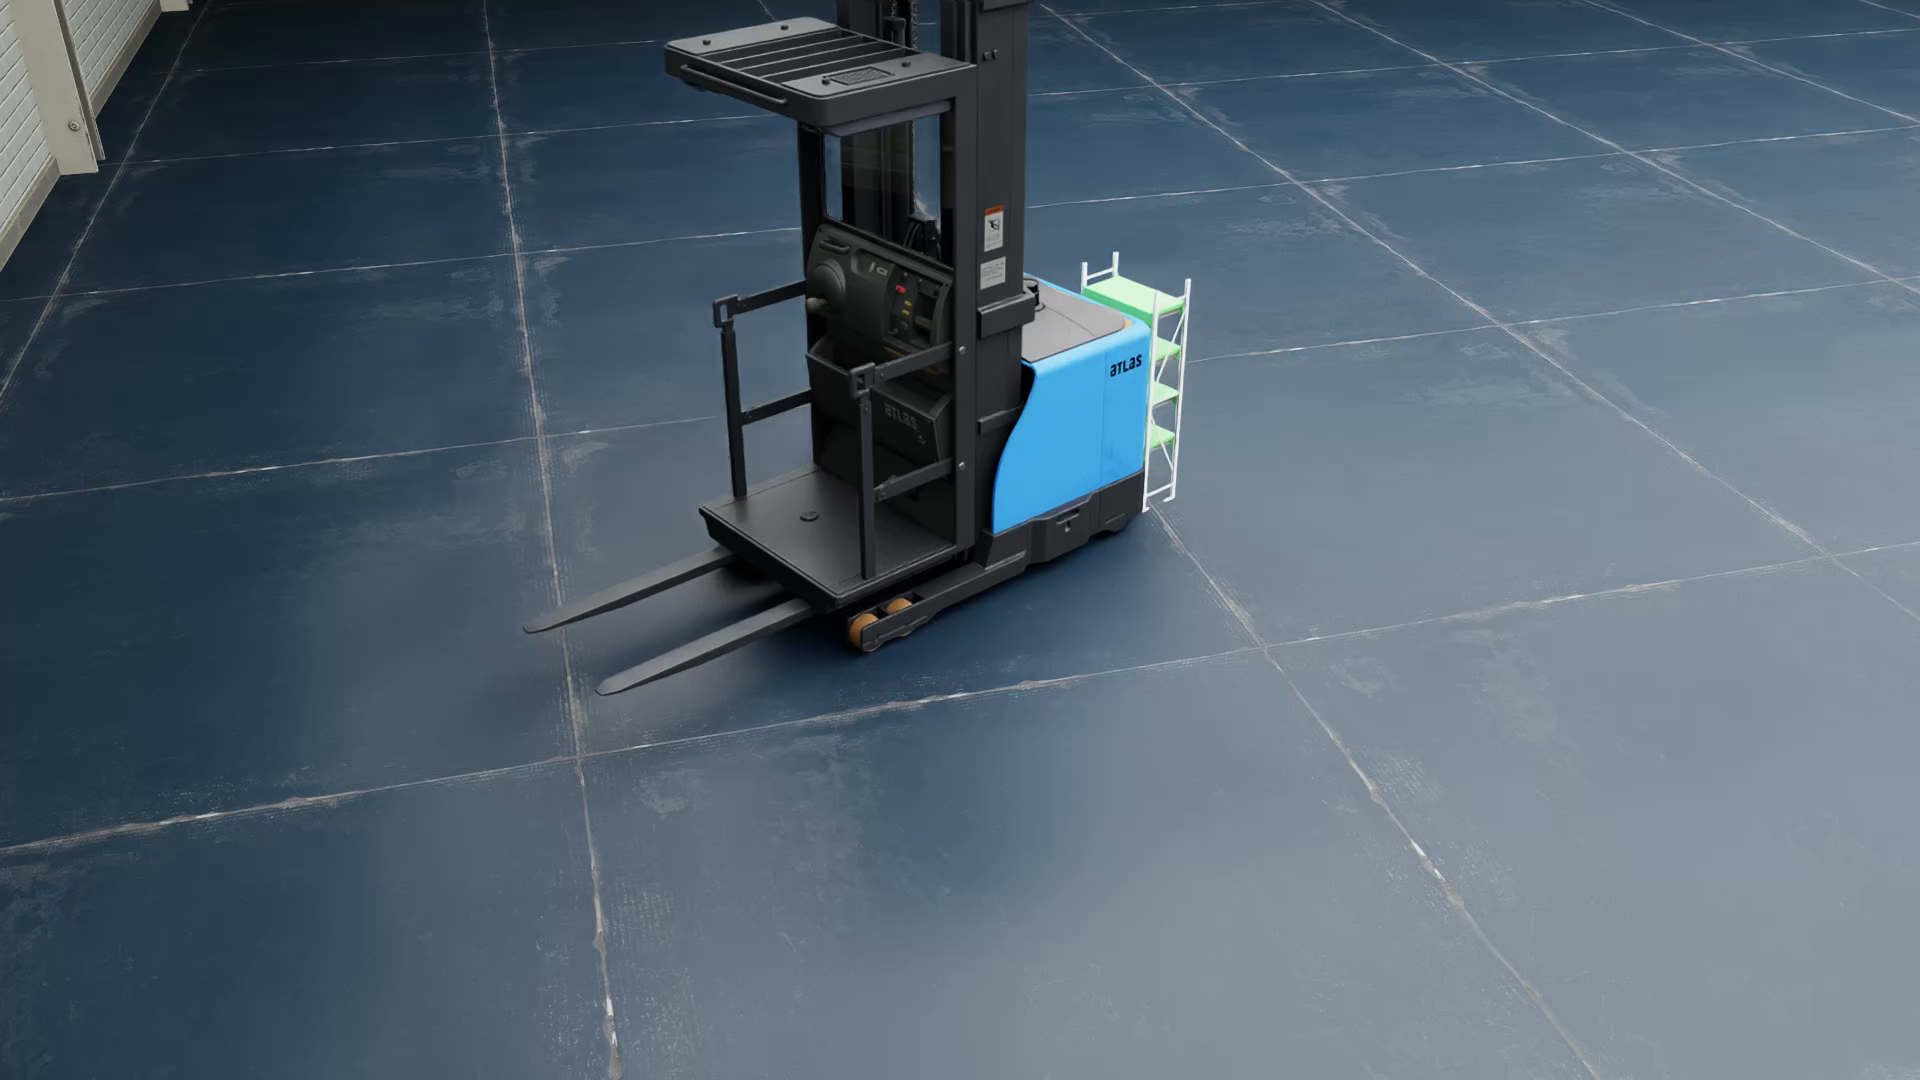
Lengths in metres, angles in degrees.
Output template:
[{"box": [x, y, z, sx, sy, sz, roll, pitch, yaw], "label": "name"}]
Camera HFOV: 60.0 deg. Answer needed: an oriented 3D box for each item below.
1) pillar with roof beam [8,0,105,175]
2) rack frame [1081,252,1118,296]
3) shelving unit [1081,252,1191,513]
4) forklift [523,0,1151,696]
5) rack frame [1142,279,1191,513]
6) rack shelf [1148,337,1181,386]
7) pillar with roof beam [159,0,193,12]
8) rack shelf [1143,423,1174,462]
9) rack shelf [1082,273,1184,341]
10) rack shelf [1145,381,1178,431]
[{"box": [-2.978, -7.495, 12.217, 9.100, 9.000, 0.400, -8, 31, -13], "label": "pillar with roof beam"}, {"box": [0.699, -0.886, 8.583, 0.240, 1.200, 0.015, -23, 37, -35], "label": "rack frame"}, {"box": [0.859, -0.794, 8.423, 0.258, 1.200, 0.503, -23, 37, -35], "label": "shelving unit"}, {"box": [-0.522, -1.069, 7.171, 3.031, 2.935, 1.130, -23, 37, -34], "label": "forklift"}, {"box": [1.018, -0.701, 8.264, 0.240, 1.200, 0.015, -23, 37, -35], "label": "rack frame"}, {"box": [0.859, -0.946, 8.335, 0.258, 0.148, 0.480, -23, 37, -35], "label": "rack shelf"}, {"box": [-4.570, -10.393, 17.223, 9.100, 9.000, 0.400, -8, 31, -13], "label": "pillar with roof beam"}, {"box": [0.859, -0.531, 8.575, 0.258, 0.148, 0.480, -23, 37, -35], "label": "rack shelf"}, {"box": [0.859, -1.154, 8.215, 0.258, 0.148, 0.480, -23, 37, -35], "label": "rack shelf"}, {"box": [0.859, -0.738, 8.455, 0.258, 0.148, 0.480, -23, 37, -35], "label": "rack shelf"}]
